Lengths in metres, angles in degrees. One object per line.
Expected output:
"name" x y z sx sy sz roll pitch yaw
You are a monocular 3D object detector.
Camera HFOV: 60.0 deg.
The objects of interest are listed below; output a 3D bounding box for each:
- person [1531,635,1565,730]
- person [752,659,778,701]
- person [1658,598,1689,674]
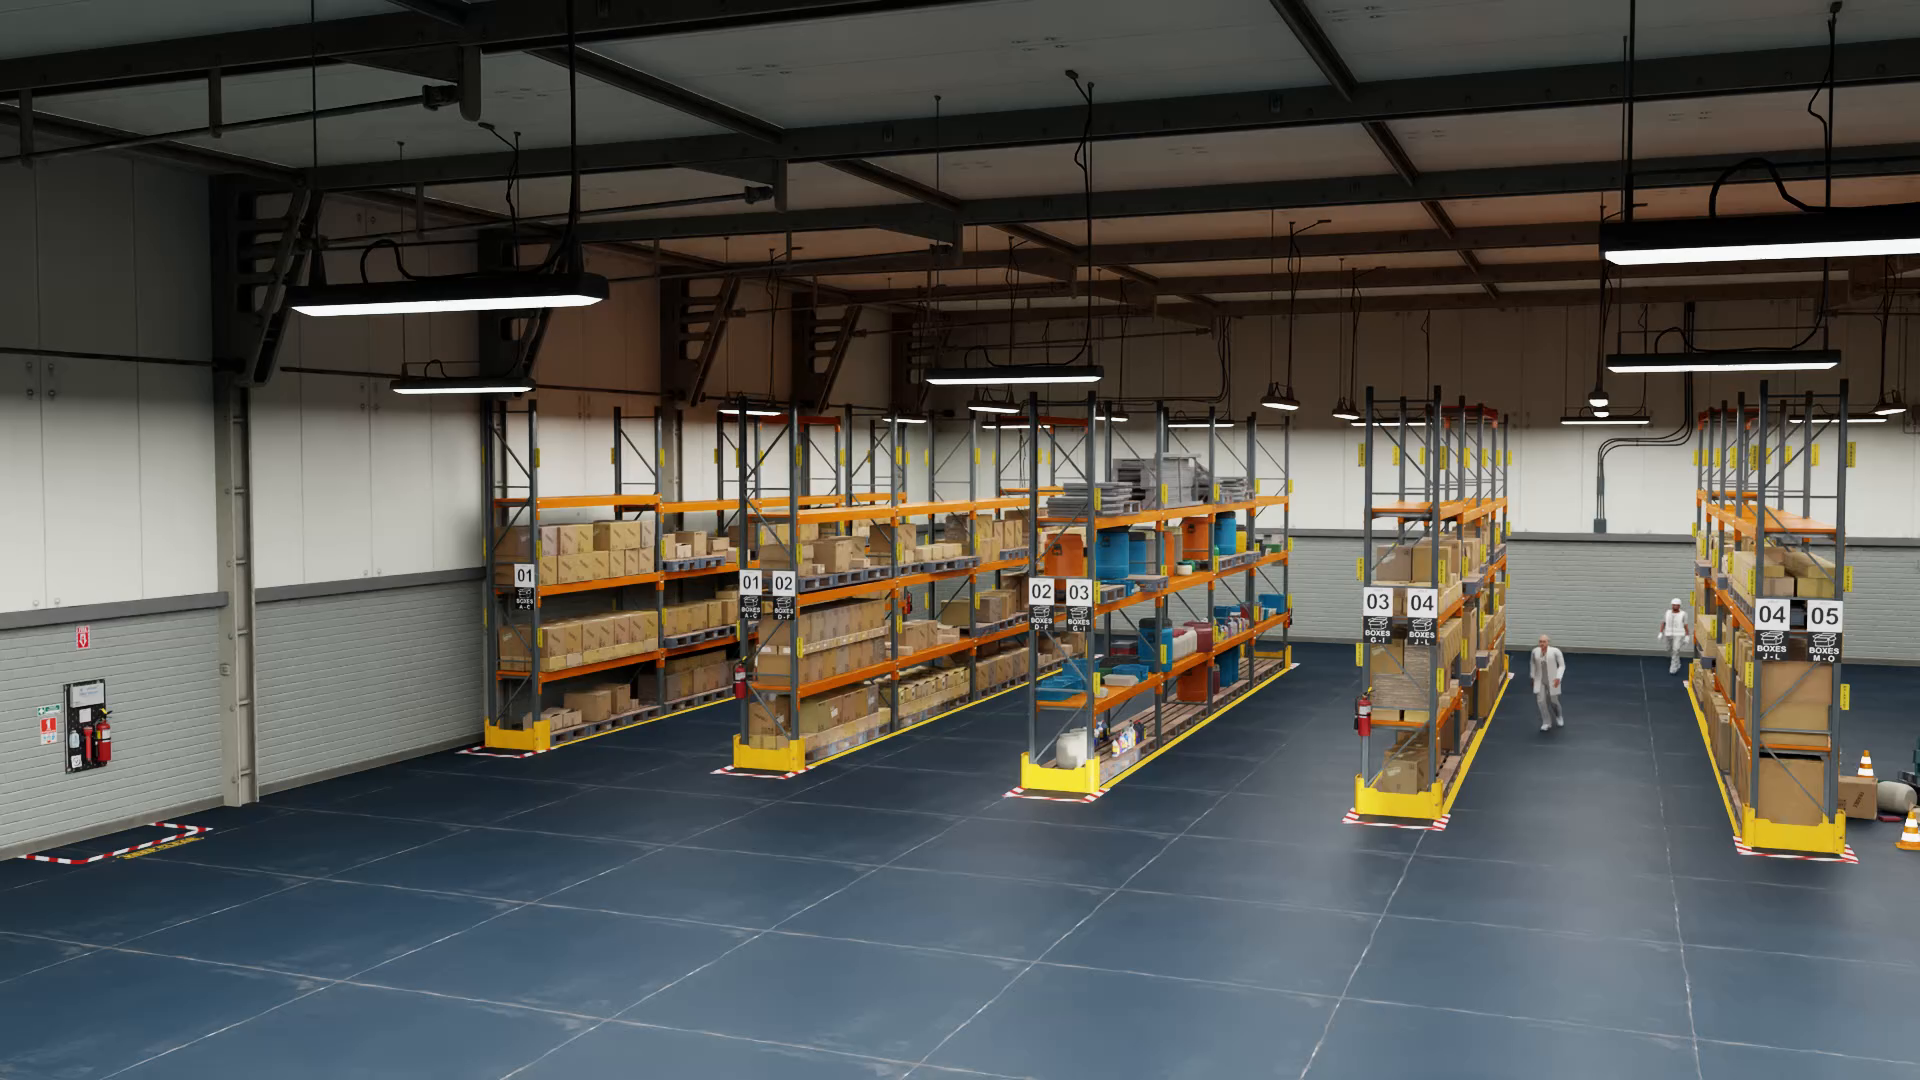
"person" 10.903 2.613 30.806 0.641 1.756 0.750 2 3 34
"person" -3.488 2.636 30.546 0.660 1.761 0.780 0 3 0
"person" 16.578 2.224 38.625 0.640 1.741 1.043 3 4 42
